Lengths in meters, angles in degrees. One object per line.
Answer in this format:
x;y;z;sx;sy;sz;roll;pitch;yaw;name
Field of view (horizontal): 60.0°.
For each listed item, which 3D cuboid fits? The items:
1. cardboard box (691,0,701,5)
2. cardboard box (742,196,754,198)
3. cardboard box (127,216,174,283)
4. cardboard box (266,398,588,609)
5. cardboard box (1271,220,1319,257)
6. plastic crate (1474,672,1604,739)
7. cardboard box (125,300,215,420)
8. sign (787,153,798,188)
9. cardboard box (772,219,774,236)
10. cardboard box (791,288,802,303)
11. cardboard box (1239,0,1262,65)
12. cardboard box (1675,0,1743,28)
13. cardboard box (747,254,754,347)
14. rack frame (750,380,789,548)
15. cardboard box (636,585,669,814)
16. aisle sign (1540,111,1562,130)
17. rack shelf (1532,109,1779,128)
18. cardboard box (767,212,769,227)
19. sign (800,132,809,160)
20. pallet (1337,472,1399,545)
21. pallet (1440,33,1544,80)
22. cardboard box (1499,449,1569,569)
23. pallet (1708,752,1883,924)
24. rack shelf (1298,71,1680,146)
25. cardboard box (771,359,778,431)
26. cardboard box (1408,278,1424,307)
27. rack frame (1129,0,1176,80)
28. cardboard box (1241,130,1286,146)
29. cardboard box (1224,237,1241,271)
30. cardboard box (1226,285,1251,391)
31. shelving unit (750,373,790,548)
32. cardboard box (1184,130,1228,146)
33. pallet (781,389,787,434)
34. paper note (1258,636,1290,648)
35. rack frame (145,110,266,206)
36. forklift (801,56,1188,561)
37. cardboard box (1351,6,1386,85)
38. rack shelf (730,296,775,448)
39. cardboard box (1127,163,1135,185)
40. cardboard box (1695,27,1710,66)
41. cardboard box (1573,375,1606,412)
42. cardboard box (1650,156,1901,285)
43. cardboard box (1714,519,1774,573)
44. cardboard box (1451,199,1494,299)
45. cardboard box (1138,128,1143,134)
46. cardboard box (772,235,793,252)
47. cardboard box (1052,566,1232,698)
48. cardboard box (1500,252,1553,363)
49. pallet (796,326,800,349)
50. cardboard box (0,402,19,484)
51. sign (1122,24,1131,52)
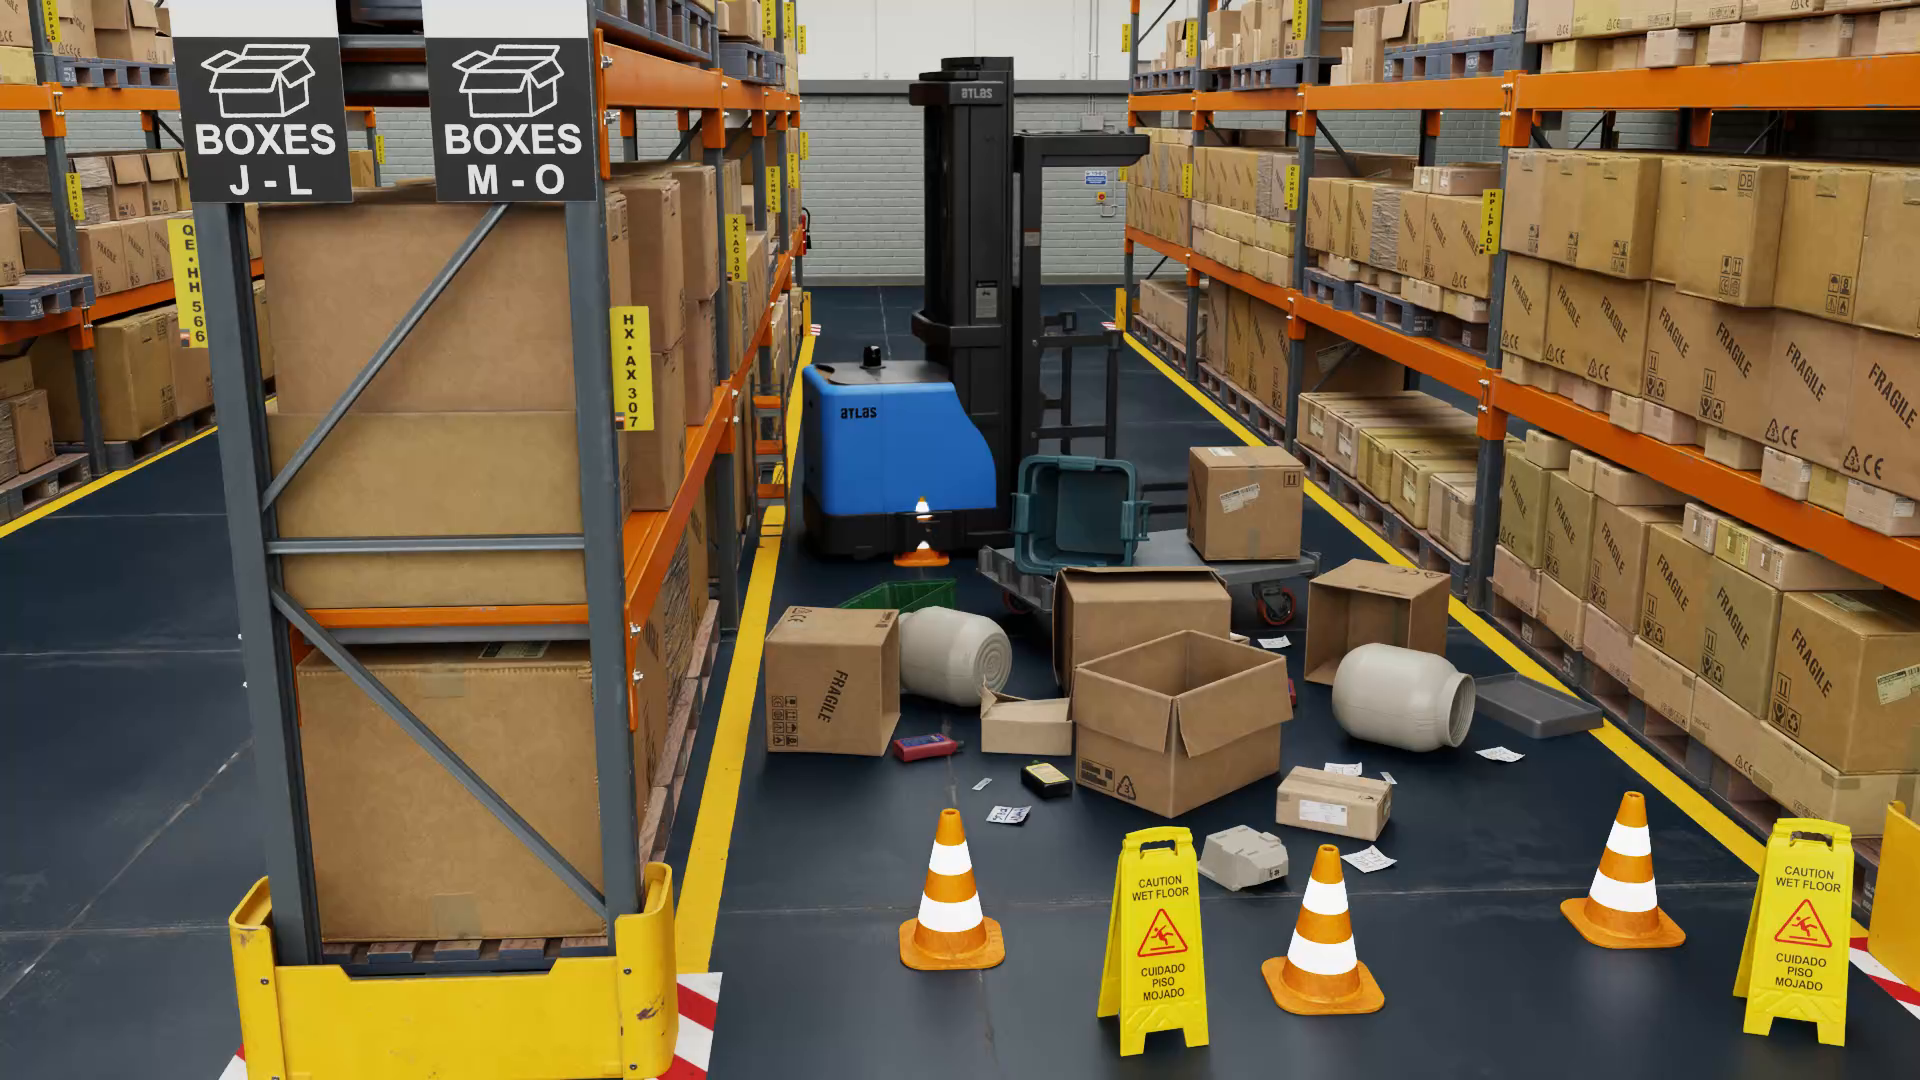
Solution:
-1.270;-2.285;6.827;0.380;0.149;0.250;-1;14;-3;cardboard box
-1.808;-2.721;13.551;0.380;0.149;0.250;0;14;-1;cardboard box
-6.693;-2.350;13.441;0.500;0.500;0.500;-1;14;-4;cardboard box
-1.481;-0.147;4.778;0.875;0.550;0.550;-1;14;-3;cardboard box
2.742;-2.360;12.978;0.500;0.250;0.500;-1;14;-4;cardboard box
2.553;0.738;7.499;0.402;0.080;0.583;-6;16;-23;plastic crate
-6.935;-1.489;13.717;1.225;0.875;0.875;-1;14;-3;cardboard box
-1.602;-3.538;15.933;0.100;0.325;0.005;-1;14;-3;sign
-1.917;-2.889;15.396;0.380;0.149;0.250;-1;14;-3;cardboard box
-2.017;-2.820;19.150;0.380;0.149;0.250;-1;14;-5;cardboard box
2.627;-4.213;13.816;0.500;0.500;0.500;-1;14;-3;cardboard box
3.121;-2.112;6.398;0.500;0.250;0.500;-1;14;-3;cardboard box
-1.485;-1.411;9.791;0.500;0.500;0.500;-1;14;-4;cardboard box
-1.167;-0.460;10.204;0.200;1.050;0.008;-2;16;-4;rack frame
-1.577;0.456;6.155;0.875;0.875;0.875;-1;14;-4;cardboard box
7.187;-5.413;20.327;0.394;0.787;0.004;-1;14;-3;aisle sign
7.608;-4.748;18.385;1.077;0.370;4.000;-1;14;-3;rack shelf
-1.849;-2.770;14.335;0.380;0.149;0.250;-1;14;-3;cardboard box
-1.849;-4.680;19.737;0.100;0.325;0.005;-1;14;-3;sign
3.145;-0.227;10.984;1.003;0.211;1.213;-1;14;-3;pallet
3.342;-2.596;8.955;1.213;0.211;1.003;-1;14;-3;pallet
3.041;-0.164;8.312;0.500;0.500;0.500;0;14;-1;cardboard box
3.502;1.044;6.044;1.003;0.211;1.213;-1;14;-3;pallet
3.150;-2.681;10.351;1.077;0.370;4.000;-1;14;-3;rack shelf
-1.698;-1.145;13.132;0.500;0.500;0.500;-2;15;-6;cardboard box
2.897;-1.478;9.911;0.380;0.149;0.250;-1;14;-3;cardboard box
2.530;-6.969;19.554;1.000;3.000;0.127;-1;14;-3;rack frame
3.018;-3.998;16.538;0.380;0.149;0.250;-1;14;-4;cardboard box
2.613;-2.502;14.532;0.500;0.250;0.500;-1;14;-4;cardboard box
2.960;-1.866;15.180;0.875;0.875;0.875;0;14;-2;cardboard box
-1.177;-0.493;10.321;0.215;1.050;0.252;-2;16;-4;shelving unit
2.441;-3.988;16.496;0.380;0.149;0.250;-1;14;-5;cardboard box
-2.028;-1.119;14.453;1.003;0.211;1.213;-1;14;-3;pallet
1.604;0.517;8.457;0.148;0.019;0.142;-1;14;-3;paper note
-7.113;-2.916;15.840;1.000;3.000;0.127;-1;14;-3;rack frame
0.552;-1.465;10.338;3.031;2.935;1.130;-3;15;-12;forklift
3.075;-3.340;11.266;0.700;0.500;0.500;-1;14;-3;cardboard box
-1.784;-1.127;10.330;1.077;0.370;4.000;-1;14;-3;rack shelf
2.276;-4.473;19.683;0.500;0.500;0.500;-1;14;-5;cardboard box
3.143;-1.945;6.551;0.380;0.149;0.250;-1;14;-3;cardboard box
3.068;-0.685;7.673;0.380;0.149;0.250;0;14;-2;cardboard box
3.222;-1.263;6.609;0.700;0.500;0.500;-1;14;-4;cardboard box
3.110;0.018;6.304;0.380;0.149;0.250;-1;14;-3;cardboard box
3.016;-1.587;9.033;0.500;0.500;0.500;-1;14;-4;cardboard box
2.265;-4.688;19.216;0.380;0.149;0.250;0;14;-2;cardboard box
-1.847;-2.921;16.365;0.380;0.149;0.250;0;14;-1;cardboard box
0.820;0.428;7.579;0.797;0.637;0.503;-1;14;-3;cardboard box
3.023;-1.158;8.211;0.500;0.500;0.500;-1;14;-4;cardboard box
-2.384;-2.390;19.393;1.003;0.211;1.213;-1;14;-3;pallet
-6.756;-0.620;11.049;0.700;0.500;0.500;-2;15;-8;cardboard box
1.976;-5.971;19.781;0.100;0.325;0.005;-1;14;-3;sign
